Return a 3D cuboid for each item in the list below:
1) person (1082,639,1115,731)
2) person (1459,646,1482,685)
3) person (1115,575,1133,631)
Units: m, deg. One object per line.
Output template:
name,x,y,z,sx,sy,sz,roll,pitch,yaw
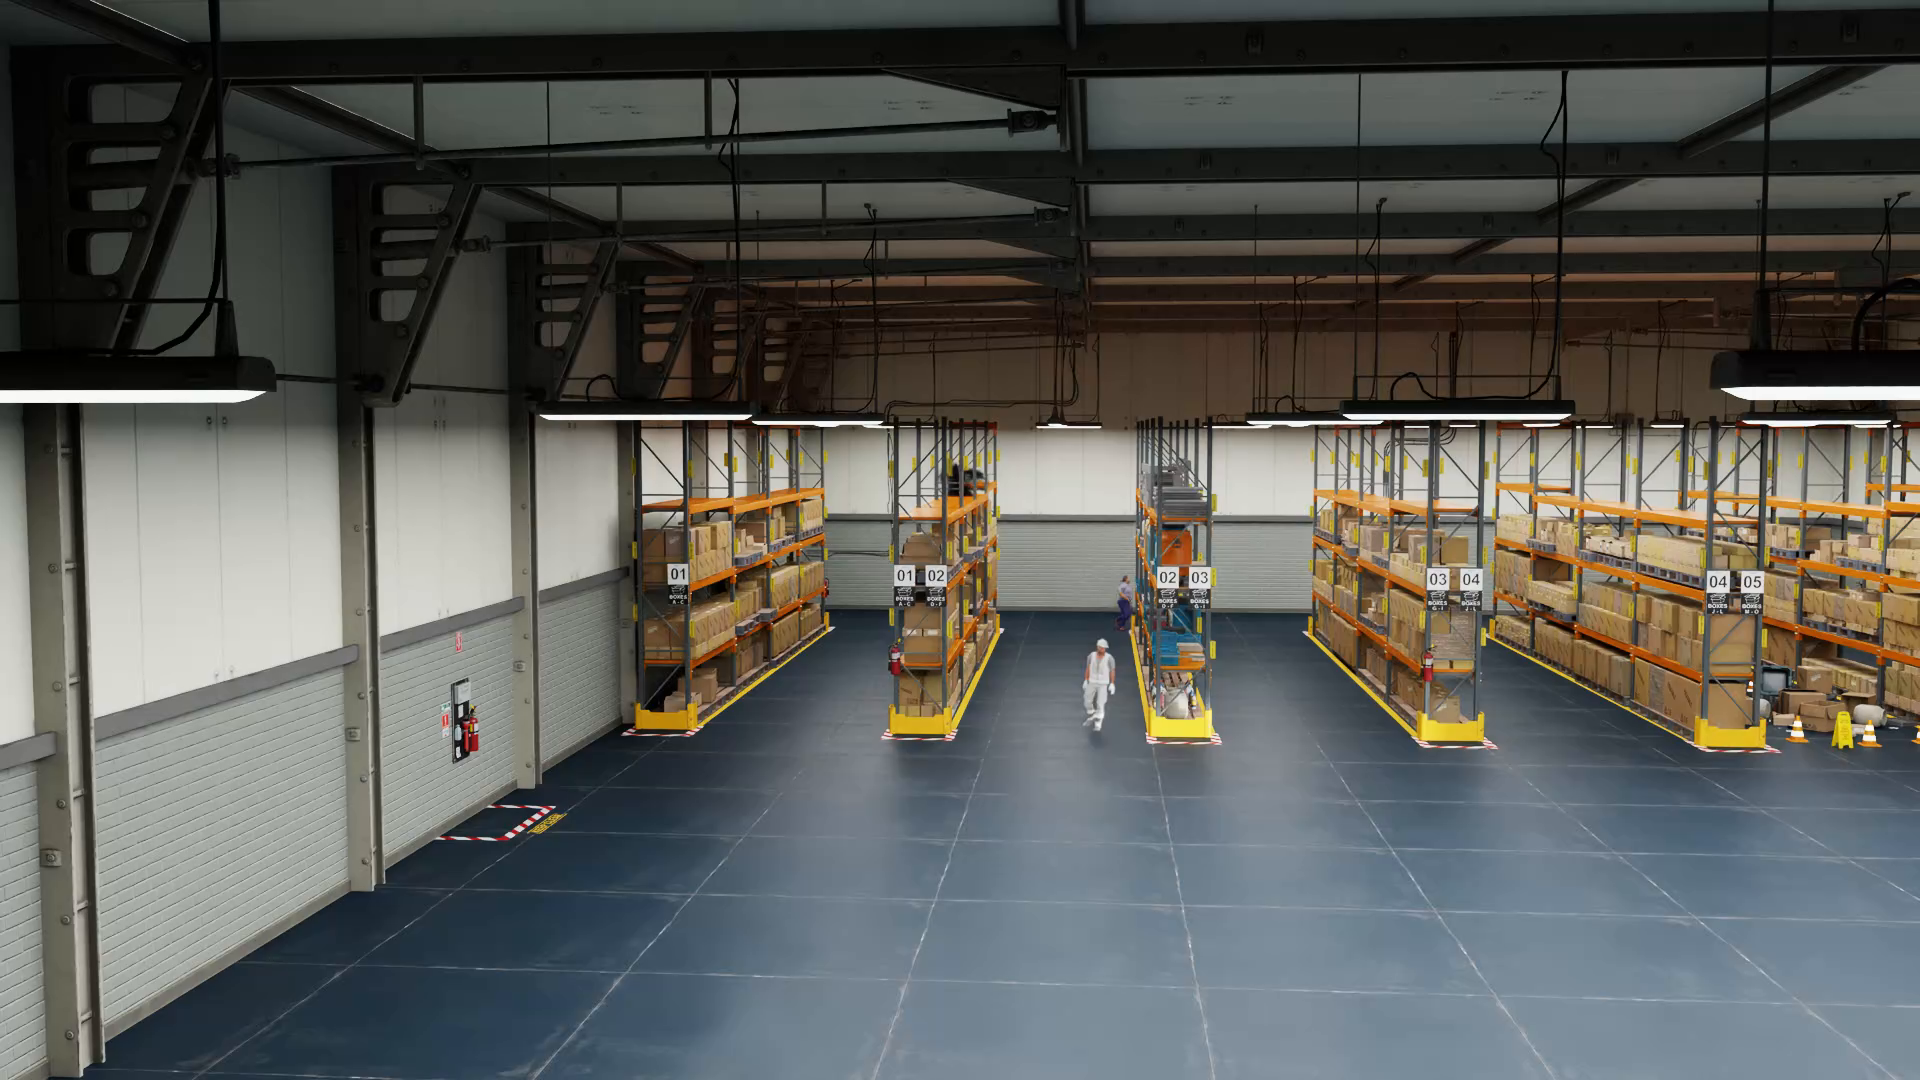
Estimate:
person,2.634,2.748,31.650,0.666,1.766,0.471,1,4,16
person,11.600,2.482,37.844,0.611,1.519,1.002,0,4,5
person,4.752,1.801,48.094,0.524,1.573,0.645,2,4,23
